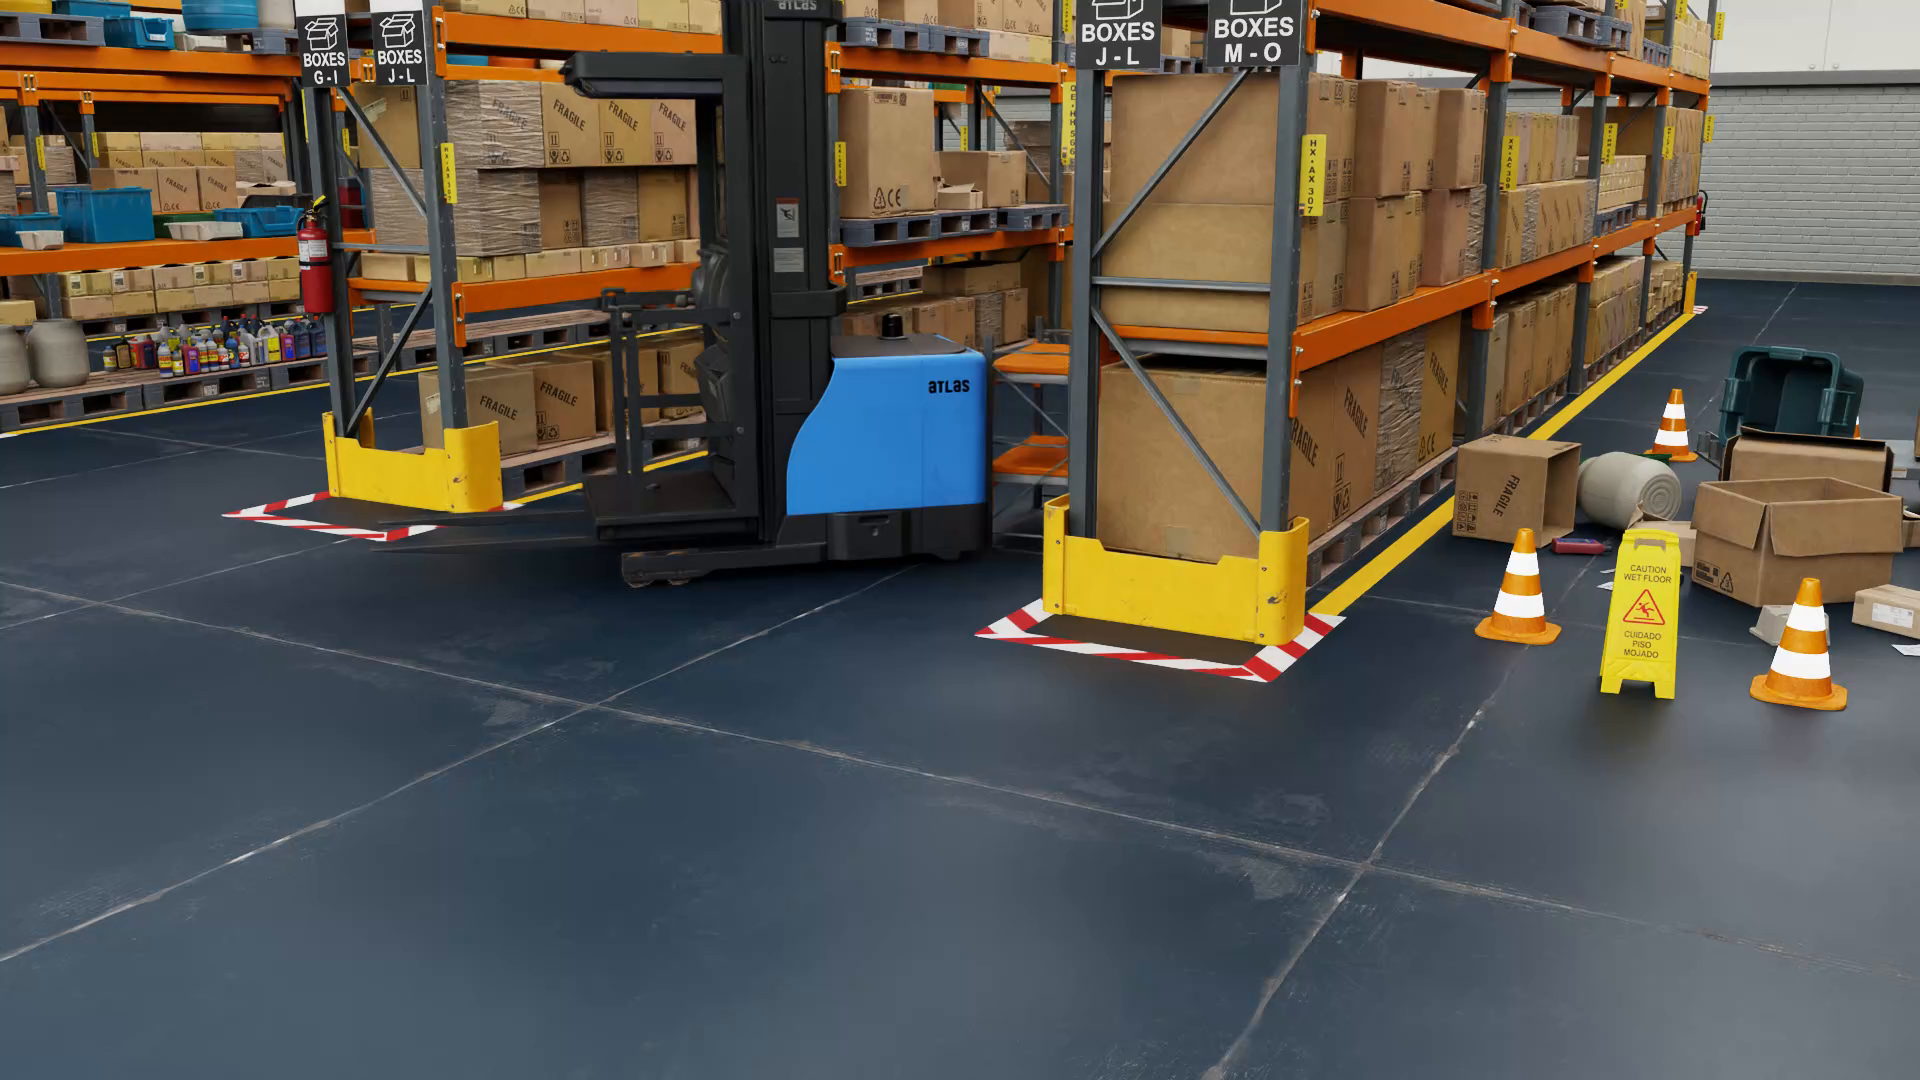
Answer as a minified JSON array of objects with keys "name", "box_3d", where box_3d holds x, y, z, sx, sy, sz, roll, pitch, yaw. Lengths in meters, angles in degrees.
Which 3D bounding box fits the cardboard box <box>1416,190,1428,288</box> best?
[{"name":"cardboard box","box_3d":[2.122,-1.707,9.396,0.875,0.550,0.550,7,15,28]}]

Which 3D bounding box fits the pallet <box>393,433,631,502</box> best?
[{"name":"pallet","box_3d":[-2.867,-0.509,10.695,1.003,0.211,1.213,7,15,28]}]

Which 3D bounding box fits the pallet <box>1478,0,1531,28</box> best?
[{"name":"pallet","box_3d":[3.300,-3.483,11.090,0.805,0.209,1.217,7,15,26]}]

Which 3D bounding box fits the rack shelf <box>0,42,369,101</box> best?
[{"name":"rack shelf","box_3d":[-6.696,-3.766,13.391,1.077,0.370,4.000,7,15,28]}]

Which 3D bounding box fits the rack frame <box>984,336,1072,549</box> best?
[{"name":"rack frame","box_3d":[0.367,-0.495,8.686,0.500,1.125,0.032,4,14,17]}]

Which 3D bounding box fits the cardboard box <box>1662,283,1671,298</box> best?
[{"name":"cardboard box","box_3d":[7.958,-2.884,19.148,0.380,0.149,0.250,8,15,29]}]

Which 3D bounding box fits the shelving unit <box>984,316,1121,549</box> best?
[{"name":"shelving unit","box_3d":[0.522,-0.608,9.157,0.538,1.125,1.048,4,14,17]}]

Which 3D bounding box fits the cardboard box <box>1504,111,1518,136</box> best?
[{"name":"cardboard box","box_3d":[3.381,-2.667,11.351,0.700,0.500,0.500,7,15,27]}]

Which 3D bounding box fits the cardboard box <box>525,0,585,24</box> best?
[{"name":"cardboard box","box_3d":[-2.624,-3.248,10.025,0.500,0.250,0.500,7,15,27]}]

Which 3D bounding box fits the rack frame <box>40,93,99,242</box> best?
[{"name":"rack frame","box_3d":[-12.468,-5.011,23.420,1.000,3.000,0.127,7,15,28]}]

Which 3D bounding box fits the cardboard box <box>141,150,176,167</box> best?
[{"name":"cardboard box","box_3d":[-11.748,-5.391,24.106,0.500,0.500,0.500,8,16,30]}]

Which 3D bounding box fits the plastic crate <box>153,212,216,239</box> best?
[{"name":"plastic crate","box_3d":[-6.632,-2.719,14.363,0.450,0.188,0.662,7,15,28]}]

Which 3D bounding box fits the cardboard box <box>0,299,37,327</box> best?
[{"name":"cardboard box","box_3d":[-10.096,-2.378,17.467,0.500,0.250,0.500,7,15,28]}]

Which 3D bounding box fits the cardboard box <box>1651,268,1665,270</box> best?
[{"name":"cardboard box","box_3d":[7.995,-3.095,19.389,0.380,0.149,0.250,7,15,26]}]

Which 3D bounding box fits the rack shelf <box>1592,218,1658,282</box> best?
[{"name":"rack shelf","box_3d":[5.800,-2.806,15.806,1.077,0.370,4.000,7,15,28]}]

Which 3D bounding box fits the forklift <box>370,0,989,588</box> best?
[{"name":"forklift","box_3d":[-1.428,-1.331,8.299,3.031,2.935,1.130,-4,14,-15]}]

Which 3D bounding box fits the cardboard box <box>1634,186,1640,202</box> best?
[{"name":"cardboard box","box_3d":[6.623,-3.490,16.751,0.380,0.149,0.250,7,15,28]}]

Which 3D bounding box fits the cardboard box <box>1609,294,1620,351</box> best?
[{"name":"cardboard box","box_3d":[5.883,-2.060,15.614,0.500,0.500,0.500,7,15,27]}]

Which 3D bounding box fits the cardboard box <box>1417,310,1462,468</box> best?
[{"name":"cardboard box","box_3d":[2.534,-0.975,10.313,0.875,0.875,0.875,8,16,29]}]

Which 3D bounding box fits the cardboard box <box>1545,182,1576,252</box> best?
[{"name":"cardboard box","box_3d":[4.367,-2.466,12.649,0.500,0.500,0.500,7,15,27]}]

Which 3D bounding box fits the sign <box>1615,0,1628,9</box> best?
[{"name":"sign","box_3d":[5.315,-4.429,13.330,0.100,0.325,0.005,7,15,28]}]

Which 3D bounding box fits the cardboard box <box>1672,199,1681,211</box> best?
[{"name":"cardboard box","box_3d":[8.273,-3.960,19.594,0.380,0.149,0.250,7,15,26]}]

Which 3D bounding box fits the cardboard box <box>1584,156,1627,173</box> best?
[{"name":"cardboard box","box_3d":[6.113,-3.565,15.792,0.380,0.149,0.250,7,15,26]}]

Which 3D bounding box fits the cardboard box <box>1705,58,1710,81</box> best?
[{"name":"cardboard box","box_3d":[8.712,-5.648,19.982,0.500,0.250,0.500,7,15,27]}]

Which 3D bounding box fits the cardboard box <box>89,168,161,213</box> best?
[{"name":"cardboard box","box_3d":[-9.423,-3.943,18.774,0.500,0.500,0.500,9,16,32]}]

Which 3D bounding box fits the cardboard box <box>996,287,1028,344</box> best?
[{"name":"cardboard box","box_3d":[0.234,-2.187,16.099,0.700,0.500,0.500,6,15,25]}]

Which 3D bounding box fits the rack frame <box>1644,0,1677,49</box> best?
[{"name":"rack frame","box_3d":[6.767,-6.482,16.721,1.000,3.000,0.127,7,15,28]}]

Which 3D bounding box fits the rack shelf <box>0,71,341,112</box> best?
[{"name":"rack shelf","box_3d":[-9.097,-5.149,19.126,1.077,0.370,4.000,7,15,28]}]

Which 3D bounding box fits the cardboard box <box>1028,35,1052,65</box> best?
[{"name":"cardboard box","box_3d":[0.525,-4.588,15.583,0.500,0.250,0.500,7,15,28]}]

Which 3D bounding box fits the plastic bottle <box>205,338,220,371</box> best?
[{"name":"plastic bottle","box_3d":[-6.299,-1.563,13.998,0.097,0.271,0.097,0,14,0]}]

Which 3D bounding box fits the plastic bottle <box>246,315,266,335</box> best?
[{"name":"plastic bottle","box_3d":[-6.356,-1.859,15.060,0.144,0.351,0.185,7,15,28]}]

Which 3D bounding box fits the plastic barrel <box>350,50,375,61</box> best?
[{"name":"plastic barrel","box_3d":[-5.673,-4.899,15.485,0.600,0.901,0.708,7,15,28]}]

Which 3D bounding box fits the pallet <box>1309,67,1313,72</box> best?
[{"name":"pallet","box_3d":[4.058,-6.231,22.267,1.003,0.211,1.213,7,15,28]}]

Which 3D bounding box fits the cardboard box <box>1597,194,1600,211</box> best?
[{"name":"cardboard box","box_3d":[5.356,-2.951,14.514,0.380,0.149,0.250,8,16,31]}]

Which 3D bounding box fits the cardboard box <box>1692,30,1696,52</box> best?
[{"name":"cardboard box","box_3d":[7.951,-5.579,18.629,0.500,0.250,0.500,7,15,26]}]

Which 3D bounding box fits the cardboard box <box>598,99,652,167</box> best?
[{"name":"cardboard box","box_3d":[-2.334,-2.652,10.653,0.500,0.500,0.500,7,15,28]}]

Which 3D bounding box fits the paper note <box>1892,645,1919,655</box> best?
[{"name":"paper note","box_3d":[4.063,0.460,7.059,0.148,0.019,0.142,2,14,9]}]

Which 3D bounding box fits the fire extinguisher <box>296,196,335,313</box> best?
[{"name":"fire extinguisher","box_3d":[-3.786,-1.678,9.757,0.296,0.674,0.183,7,15,28]}]

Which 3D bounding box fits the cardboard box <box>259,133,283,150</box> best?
[{"name":"cardboard box","box_3d":[-10.792,-6.171,25.739,0.500,0.250,0.500,8,16,29]}]

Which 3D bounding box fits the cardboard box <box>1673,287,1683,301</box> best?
[{"name":"cardboard box","box_3d":[8.593,-3.009,20.300,0.380,0.149,0.250,8,16,30]}]

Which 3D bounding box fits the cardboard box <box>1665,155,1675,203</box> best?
[{"name":"cardboard box","box_3d":[7.460,-3.934,18.105,0.500,0.500,0.500,7,15,28]}]

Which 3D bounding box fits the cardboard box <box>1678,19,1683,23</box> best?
[{"name":"cardboard box","box_3d":[7.518,-5.578,17.774,0.380,0.149,0.250,7,15,26]}]

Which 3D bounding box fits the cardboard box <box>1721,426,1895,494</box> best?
[{"name":"cardboard box","box_3d":[4.426,-0.256,8.732,0.797,0.637,0.503,7,15,28]}]

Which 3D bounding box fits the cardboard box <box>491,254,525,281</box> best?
[{"name":"cardboard box","box_3d":[-2.843,-1.645,9.992,0.380,0.149,0.250,7,15,28]}]

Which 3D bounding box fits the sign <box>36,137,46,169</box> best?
[{"name":"sign","box_3d":[-9.577,-4.027,17.321,0.100,0.325,0.005,7,15,28]}]

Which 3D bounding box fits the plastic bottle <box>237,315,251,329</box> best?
[{"name":"plastic bottle","box_3d":[-6.483,-1.876,15.127,0.144,0.351,0.185,8,16,30]}]

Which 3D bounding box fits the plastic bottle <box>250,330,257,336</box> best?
[{"name":"plastic bottle","box_3d":[-6.139,-1.698,14.532,0.061,0.283,0.133,7,15,28]}]

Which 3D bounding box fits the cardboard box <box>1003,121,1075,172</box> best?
[{"name":"cardboard box","box_3d":[0.908,-4.012,16.922,0.797,0.503,0.637,8,16,30]}]

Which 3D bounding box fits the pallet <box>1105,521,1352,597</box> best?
[{"name":"pallet","box_3d":[1.284,0.079,8.256,1.003,0.211,1.213,7,15,28]}]

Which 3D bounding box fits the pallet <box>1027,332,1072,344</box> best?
[{"name":"pallet","box_3d":[0.987,-2.125,17.399,1.003,0.211,1.213,7,15,28]}]

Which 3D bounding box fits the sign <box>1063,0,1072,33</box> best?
[{"name":"sign","box_3d":[1.014,-4.975,15.768,0.100,0.325,0.005,7,15,28]}]

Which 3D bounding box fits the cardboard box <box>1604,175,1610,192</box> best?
[{"name":"cardboard box","box_3d":[5.620,-3.211,14.957,0.380,0.149,0.250,7,15,28]}]

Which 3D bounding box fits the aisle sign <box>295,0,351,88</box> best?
[{"name":"aisle sign","box_3d":[-3.620,-2.972,9.412,0.394,0.787,0.004,7,15,28]}]

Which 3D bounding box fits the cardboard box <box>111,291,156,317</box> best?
[{"name":"cardboard box","box_3d":[-9.403,-2.657,18.626,0.500,0.250,0.500,8,16,29]}]
